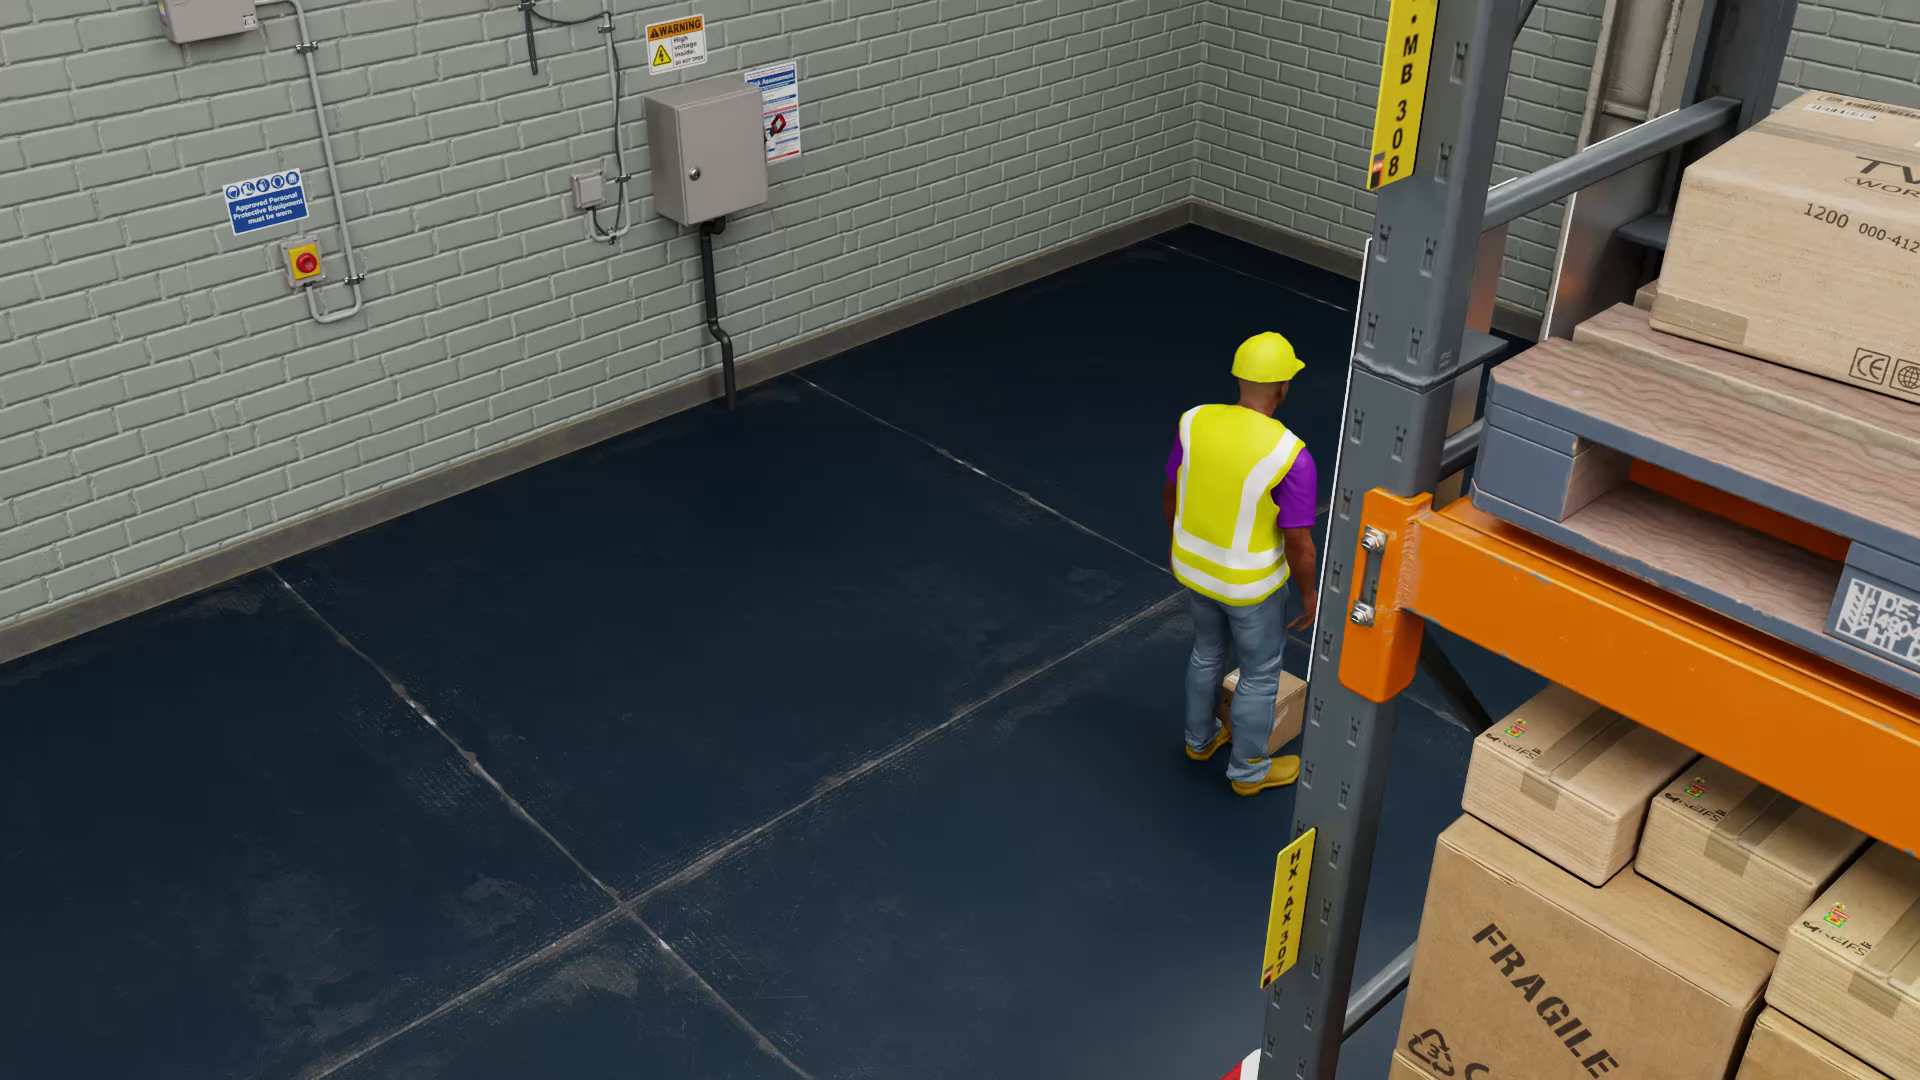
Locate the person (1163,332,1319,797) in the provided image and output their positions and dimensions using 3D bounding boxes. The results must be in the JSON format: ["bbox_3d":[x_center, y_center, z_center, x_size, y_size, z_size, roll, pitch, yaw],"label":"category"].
[{"bbox_3d":[1.002,0.094,5.964,0.637,1.761,0.456,28,41,37],"label":"person"}]
